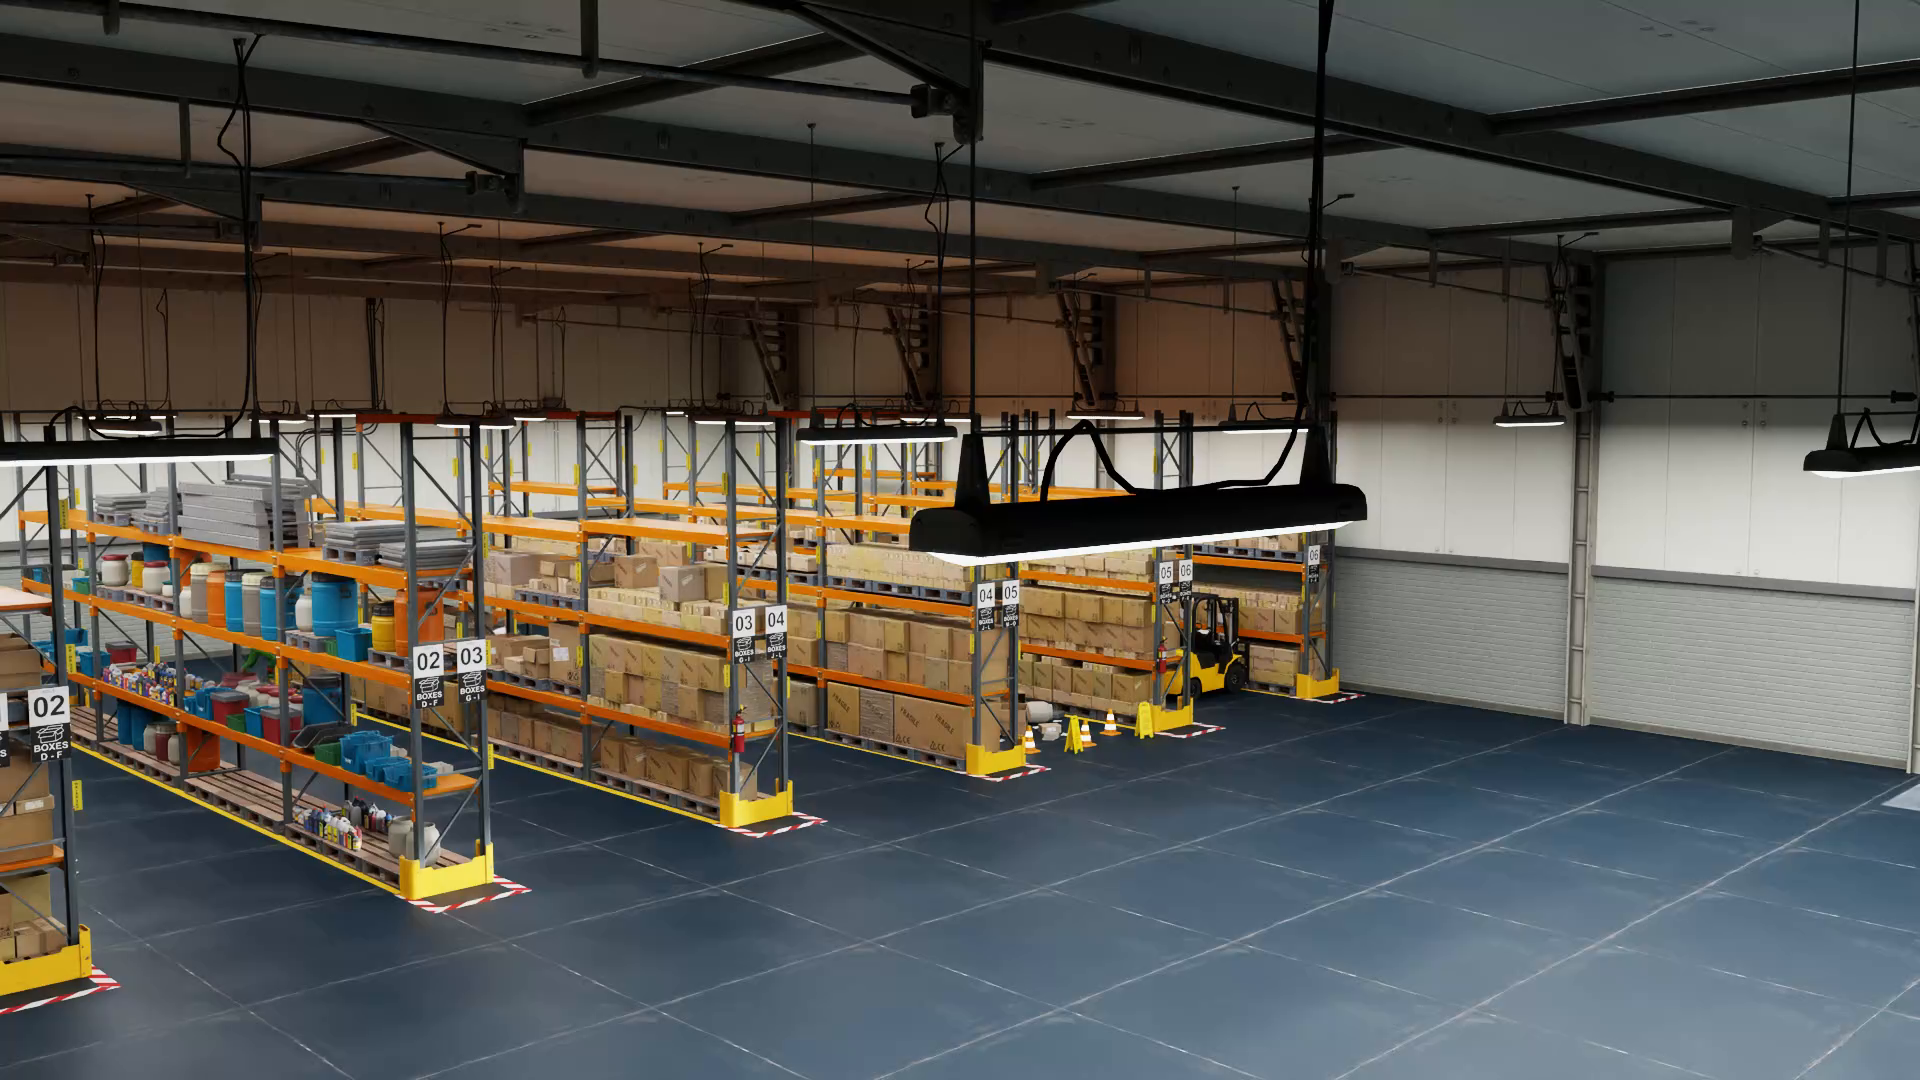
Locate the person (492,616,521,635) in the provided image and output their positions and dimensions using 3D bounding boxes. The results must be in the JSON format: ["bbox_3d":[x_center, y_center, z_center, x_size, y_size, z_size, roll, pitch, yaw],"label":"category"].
[{"bbox_3d":[-9.333,2.457,34.488,0.764,1.791,0.687,3,6,32],"label":"person"}]

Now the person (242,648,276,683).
[{"bbox_3d":[-15.327,2.350,36.316,1.096,1.608,0.708,-2,5,-23],"label":"person"}]
